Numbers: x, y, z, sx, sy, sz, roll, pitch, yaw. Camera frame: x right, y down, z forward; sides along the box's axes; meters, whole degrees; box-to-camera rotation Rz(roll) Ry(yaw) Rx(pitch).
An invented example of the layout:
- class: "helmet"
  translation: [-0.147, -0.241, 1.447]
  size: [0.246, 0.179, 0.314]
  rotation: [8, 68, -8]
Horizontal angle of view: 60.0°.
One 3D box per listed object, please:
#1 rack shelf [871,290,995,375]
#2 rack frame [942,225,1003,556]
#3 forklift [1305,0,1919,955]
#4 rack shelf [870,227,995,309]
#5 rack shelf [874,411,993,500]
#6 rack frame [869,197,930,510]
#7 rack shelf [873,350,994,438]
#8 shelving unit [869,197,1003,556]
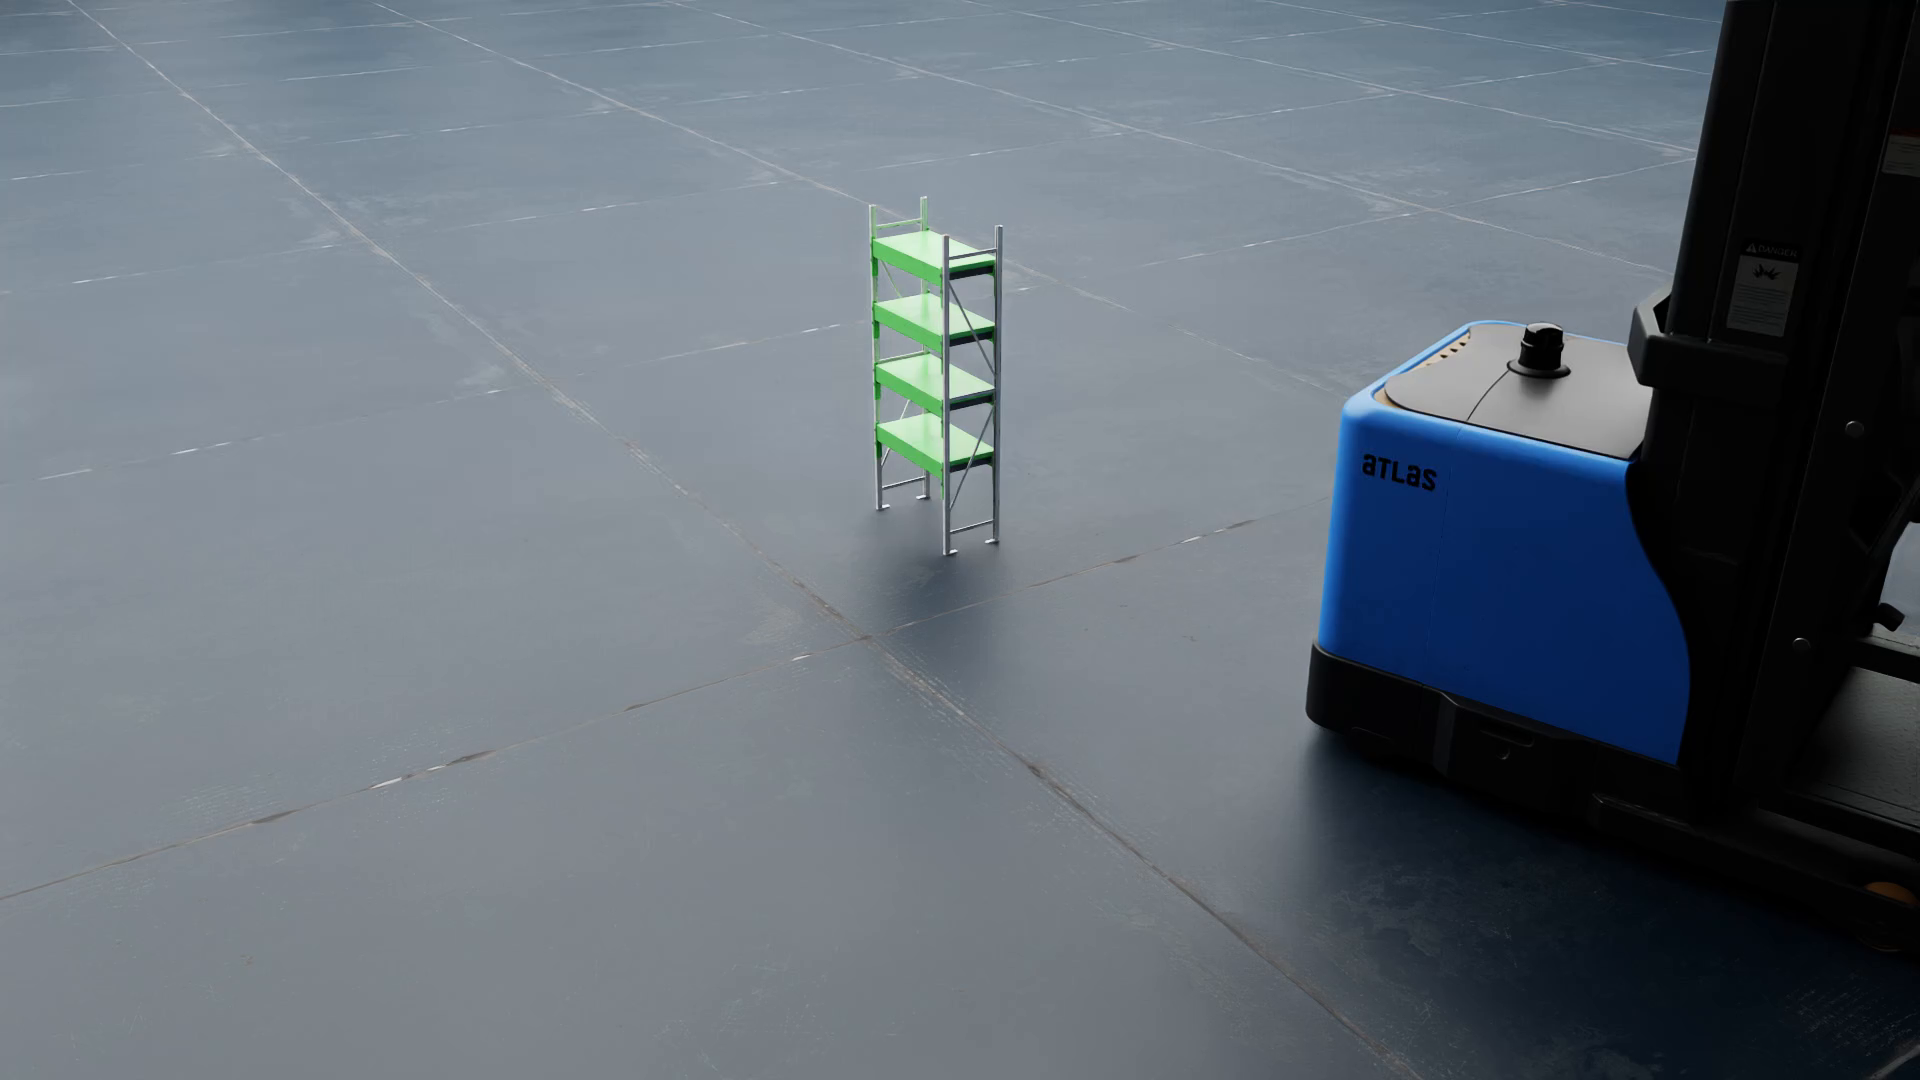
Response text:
- class: "rack shelf"
  translation: [-0.090, -0.761, 6.044]
  size: [0.258, 0.148, 0.480]
  rotation: [-16, 29, -30]
- class: "rack frame"
  translation: [0.043, -0.515, 5.934]
  size: [0.240, 1.200, 0.015]
  rotation: [-16, 29, -30]
- class: "forklift"
  translation: [2.516, -0.518, 3.915]
  size: [3.031, 2.935, 1.130]
  rotation: [18, 31, 33]
- class: "rack shelf"
  translation: [-0.090, -0.978, 5.942]
  size: [0.258, 0.148, 0.480]
  rotation: [-16, 29, -30]
- class: "rack shelf"
  translation: [-0.090, -0.327, 6.249]
  size: [0.258, 0.148, 0.480]
  rotation: [-16, 29, -30]
- class: "rack frame"
  translation: [-0.224, -0.689, 6.304]
  size: [0.240, 1.200, 0.015]
  rotation: [-16, 29, -30]
- class: "rack shelf"
  translation: [-0.090, -0.544, 6.147]
  size: [0.258, 0.148, 0.480]
  rotation: [-16, 29, -30]
- class: "shelving unit"
  translation: [-0.090, -0.602, 6.119]
  size: [0.258, 1.200, 0.503]
  rotation: [-16, 29, -30]
